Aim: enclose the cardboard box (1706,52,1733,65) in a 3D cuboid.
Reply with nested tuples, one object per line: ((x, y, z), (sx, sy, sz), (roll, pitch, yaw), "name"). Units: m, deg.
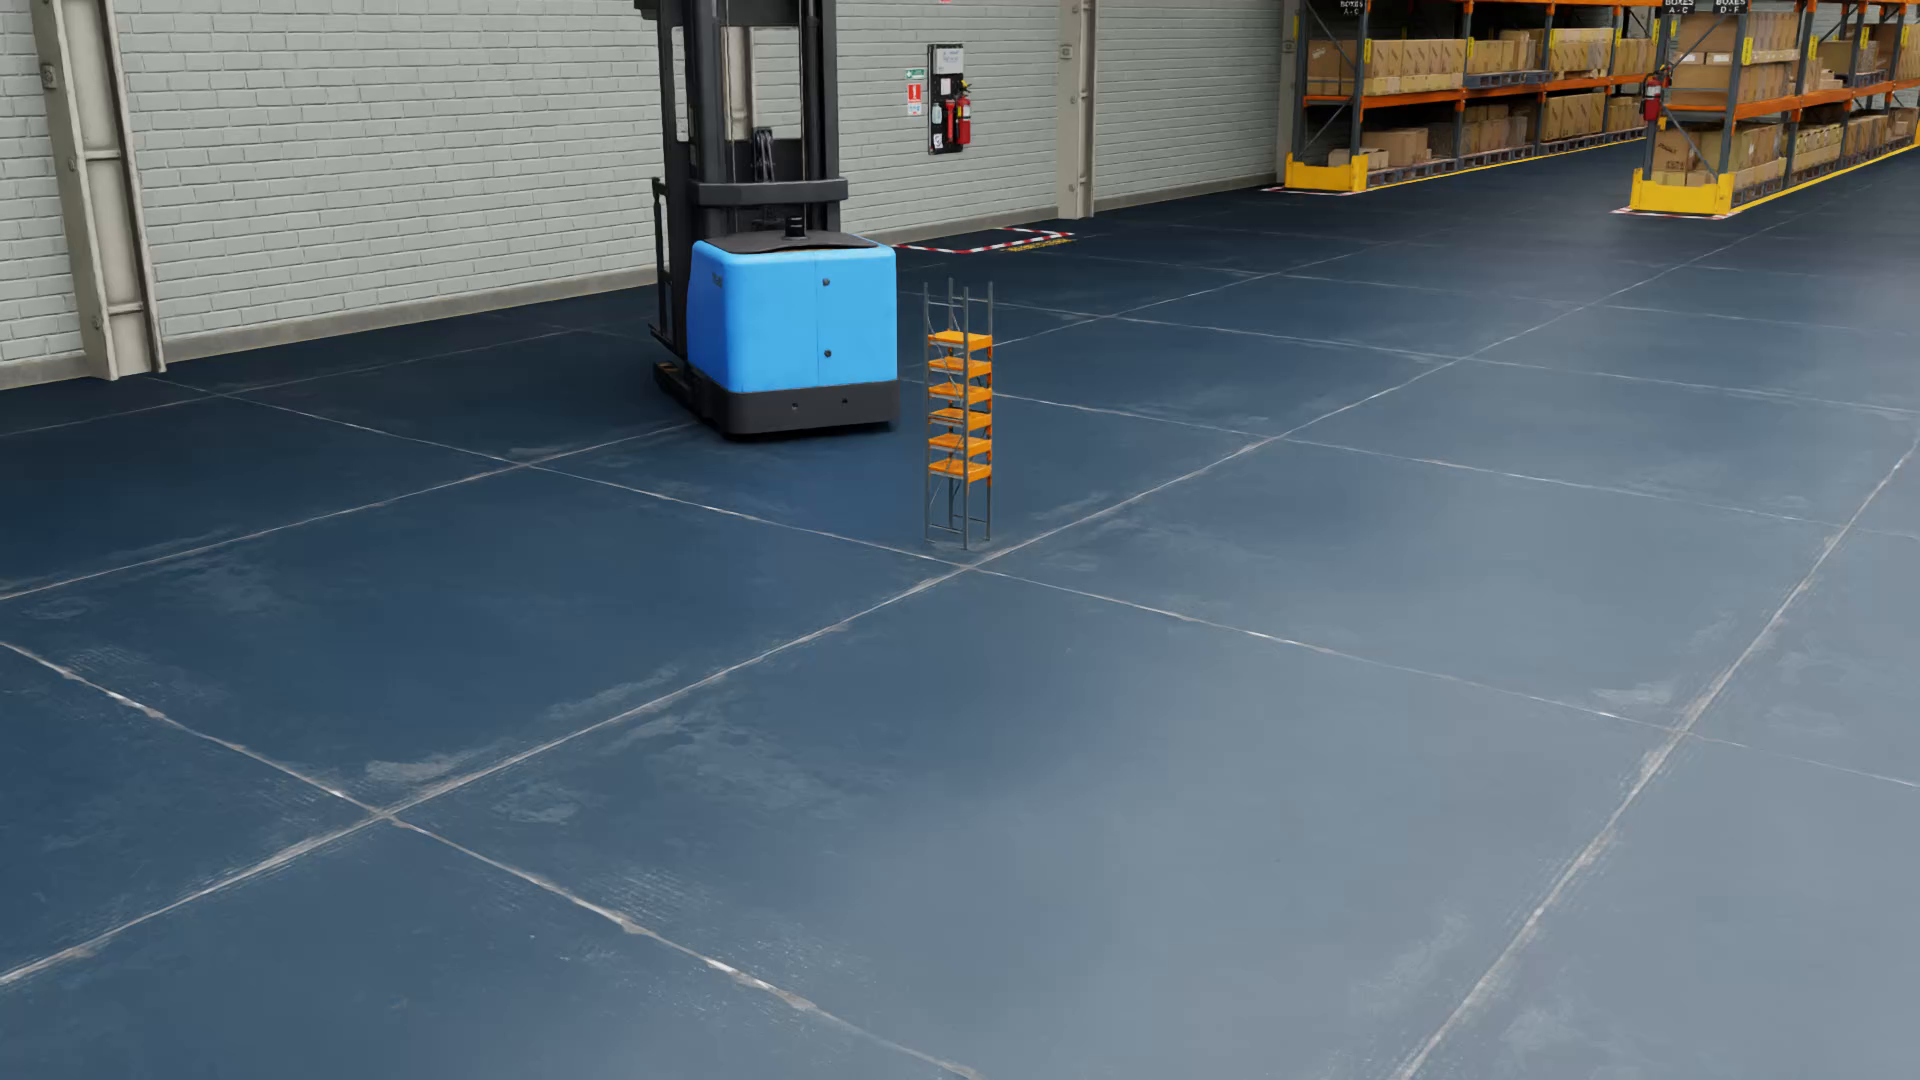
((9.665, -6.086, 21.022), (0.380, 0.149, 0.250), (12, 21, 34), "cardboard box")

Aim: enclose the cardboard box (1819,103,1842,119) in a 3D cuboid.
((15.030, -7.476, 28.968), (0.500, 0.250, 0.500), (12, 21, 34), "cardboard box")

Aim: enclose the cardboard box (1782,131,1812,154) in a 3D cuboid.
((12.390, -5.954, 24.841), (0.500, 0.311, 0.500), (12, 21, 34), "cardboard box")

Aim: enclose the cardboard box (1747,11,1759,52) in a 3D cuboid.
((9.887, -6.588, 21.545), (0.700, 0.500, 0.500), (12, 21, 33), "cardboard box")

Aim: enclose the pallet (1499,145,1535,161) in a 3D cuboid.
((9.577, -6.935, 29.721), (1.003, 0.211, 1.213), (12, 21, 35), "pallet")

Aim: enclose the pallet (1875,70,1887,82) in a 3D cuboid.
((15.844, -8.268, 29.636), (1.003, 0.211, 1.213), (12, 21, 35), "pallet")

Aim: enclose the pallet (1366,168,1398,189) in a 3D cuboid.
((5.835, -5.421, 24.845), (1.003, 0.211, 1.213), (12, 21, 35), "pallet")

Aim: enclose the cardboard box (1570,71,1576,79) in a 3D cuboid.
((11.331, -8.747, 31.244), (0.380, 0.149, 0.250), (13, 21, 35), "cardboard box")

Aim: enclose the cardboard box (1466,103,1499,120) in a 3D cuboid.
((8.964, -7.399, 28.720), (0.500, 0.250, 0.500), (12, 21, 34), "cardboard box")

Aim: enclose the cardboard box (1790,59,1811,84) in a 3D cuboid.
((12.426, -6.979, 24.991), (0.500, 0.500, 0.500), (14, 22, 39), "cardboard box")

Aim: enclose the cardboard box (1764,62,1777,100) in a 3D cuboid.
((10.771, -6.321, 22.873), (0.700, 0.500, 0.500), (13, 21, 35), "cardboard box")

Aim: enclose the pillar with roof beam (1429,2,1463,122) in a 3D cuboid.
((12.032, -10.401, 26.062), (9.100, 9.000, 0.400), (12, 21, 35), "pillar with roof beam")

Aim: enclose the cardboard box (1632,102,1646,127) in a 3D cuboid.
((14.176, -9.062, 35.373), (0.700, 0.500, 0.500), (12, 21, 35), "cardboard box")

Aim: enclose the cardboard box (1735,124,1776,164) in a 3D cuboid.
((10.938, -5.485, 23.014), (0.500, 0.500, 0.500), (12, 21, 35), "cardboard box")

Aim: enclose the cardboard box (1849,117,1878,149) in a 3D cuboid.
((15.744, -7.144, 29.163), (0.500, 0.500, 0.500), (13, 21, 35), "cardboard box")

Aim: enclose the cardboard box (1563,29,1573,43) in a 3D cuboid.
((10.841, -9.201, 30.347), (0.500, 0.250, 0.500), (12, 21, 34), "cardboard box")

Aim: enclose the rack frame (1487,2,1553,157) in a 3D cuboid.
((10.044, -8.453, 29.906), (1.000, 3.000, 0.127), (12, 21, 35), "rack frame")

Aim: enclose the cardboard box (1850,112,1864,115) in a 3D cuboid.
((16.520, -7.733, 31.062), (0.500, 0.500, 0.500), (12, 21, 35), "cardboard box")

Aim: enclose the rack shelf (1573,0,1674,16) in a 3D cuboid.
((13.619, -10.971, 34.170), (1.077, 0.370, 4.000), (12, 21, 35), "rack shelf")

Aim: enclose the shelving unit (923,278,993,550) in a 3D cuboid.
((-0.009, -0.570, 7.555), (0.258, 1.200, 0.189), (12, 21, 35), "shelving unit")

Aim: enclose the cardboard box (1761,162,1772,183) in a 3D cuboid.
((10.949, -5.125, 23.118), (0.500, 0.250, 0.500), (12, 21, 35), "cardboard box")

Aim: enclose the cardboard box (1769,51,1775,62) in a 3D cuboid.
((10.738, -6.515, 22.402), (0.380, 0.149, 0.250), (13, 22, 36), "cardboard box")

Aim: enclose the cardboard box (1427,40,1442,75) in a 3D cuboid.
((7.026, -7.391, 25.441), (0.500, 0.500, 0.500), (12, 21, 33), "cardboard box")

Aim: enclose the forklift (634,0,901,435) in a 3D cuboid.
((-1.381, -2.396, 10.516), (1.130, 2.935, 3.031), (-7, 19, -21), "forklift")

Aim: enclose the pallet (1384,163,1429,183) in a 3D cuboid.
((6.562, -5.711, 25.777), (1.003, 0.211, 1.213), (12, 21, 35), "pallet")

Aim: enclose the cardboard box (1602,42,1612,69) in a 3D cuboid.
((12.355, -9.451, 32.415), (0.500, 0.500, 0.500), (12, 21, 34), "cardboard box")

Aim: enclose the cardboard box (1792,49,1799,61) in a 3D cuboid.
((11.651, -6.881, 23.581), (0.380, 0.149, 0.250), (12, 21, 35), "cardboard box")

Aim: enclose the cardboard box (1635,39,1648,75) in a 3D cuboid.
((13.629, -10.023, 34.457), (0.980, 0.700, 0.700), (11, 20, 32), "cardboard box")

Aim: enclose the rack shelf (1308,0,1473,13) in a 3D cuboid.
((6.469, -8.113, 24.966), (1.077, 0.370, 4.000), (12, 21, 35), "rack shelf")

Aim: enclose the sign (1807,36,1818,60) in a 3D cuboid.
((12.088, -6.979, 23.567), (0.100, 0.325, 0.005), (12, 21, 35), "sign")

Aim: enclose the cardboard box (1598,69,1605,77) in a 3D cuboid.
((12.322, -9.100, 32.381), (0.380, 0.149, 0.250), (13, 21, 36), "cardboard box")

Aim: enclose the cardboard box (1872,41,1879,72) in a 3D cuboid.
((15.405, -8.348, 28.691), (0.700, 0.500, 0.500), (7, 19, 21), "cardboard box")

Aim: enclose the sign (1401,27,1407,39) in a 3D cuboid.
((7.213, -8.150, 26.980), (0.100, 0.325, 0.005), (12, 21, 35), "sign")

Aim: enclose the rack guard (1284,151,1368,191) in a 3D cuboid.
((5.323, -5.372, 24.199), (1.175, 0.500, 0.348), (12, 21, 35), "rack guard")

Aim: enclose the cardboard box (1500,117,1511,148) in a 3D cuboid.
((9.257, -7.186, 29.301), (0.700, 0.500, 0.500), (12, 21, 35), "cardboard box")

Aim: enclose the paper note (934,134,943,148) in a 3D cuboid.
((-0.239, -4.406, 18.358), (0.016, 0.148, 0.142), (12, 21, 35), "paper note")

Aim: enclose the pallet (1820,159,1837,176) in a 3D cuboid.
((13.503, -6.058, 26.894), (1.003, 0.211, 1.213), (12, 21, 35), "pallet")

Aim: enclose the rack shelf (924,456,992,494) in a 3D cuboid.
((-0.009, -0.298, 7.639), (0.258, 0.103, 0.180), (12, 21, 35), "rack shelf")

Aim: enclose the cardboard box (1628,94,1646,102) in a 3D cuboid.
((14.392, -9.367, 35.262), (0.380, 0.149, 0.250), (13, 22, 36), "cardboard box")

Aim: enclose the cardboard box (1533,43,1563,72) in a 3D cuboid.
((10.539, -8.723, 30.071), (0.500, 0.500, 0.500), (13, 22, 36), "cardboard box")

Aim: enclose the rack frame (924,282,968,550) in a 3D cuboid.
((-0.063, -0.548, 7.485), (0.240, 1.200, 0.006), (12, 21, 35), "rack frame")

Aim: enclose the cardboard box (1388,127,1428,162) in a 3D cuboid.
((7.074, -6.262, 26.325), (0.500, 0.500, 0.500), (11, 20, 31), "cardboard box")

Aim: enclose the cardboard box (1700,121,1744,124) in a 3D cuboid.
((10.822, -5.696, 23.691), (0.500, 0.500, 0.500), (12, 21, 35), "cardboard box")

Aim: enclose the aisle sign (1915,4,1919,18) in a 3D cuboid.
((19.078, -10.688, 32.718), (0.394, 0.787, 0.004), (12, 21, 35), "aisle sign")

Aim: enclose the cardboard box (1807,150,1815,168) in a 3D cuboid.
((12.693, -5.811, 25.326), (0.500, 0.250, 0.500), (12, 21, 33), "cardboard box")

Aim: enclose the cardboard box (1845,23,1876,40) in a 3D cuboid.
((16.501, -9.223, 30.530), (0.500, 0.500, 0.500), (13, 21, 35), "cardboard box")

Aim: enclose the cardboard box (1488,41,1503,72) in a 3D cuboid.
((8.697, -8.167, 28.076), (0.700, 0.500, 0.500), (16, 24, 42), "cardboard box")

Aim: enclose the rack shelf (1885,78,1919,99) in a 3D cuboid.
((17.600, -8.664, 31.799), (1.077, 0.370, 4.000), (12, 21, 35), "rack shelf")

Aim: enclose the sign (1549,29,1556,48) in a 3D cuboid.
((10.485, -8.874, 29.445), (0.100, 0.325, 0.005), (12, 21, 35), "sign")

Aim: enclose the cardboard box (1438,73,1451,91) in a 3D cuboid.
((7.318, -7.155, 25.944), (0.500, 0.250, 0.500), (13, 21, 35), "cardboard box")
